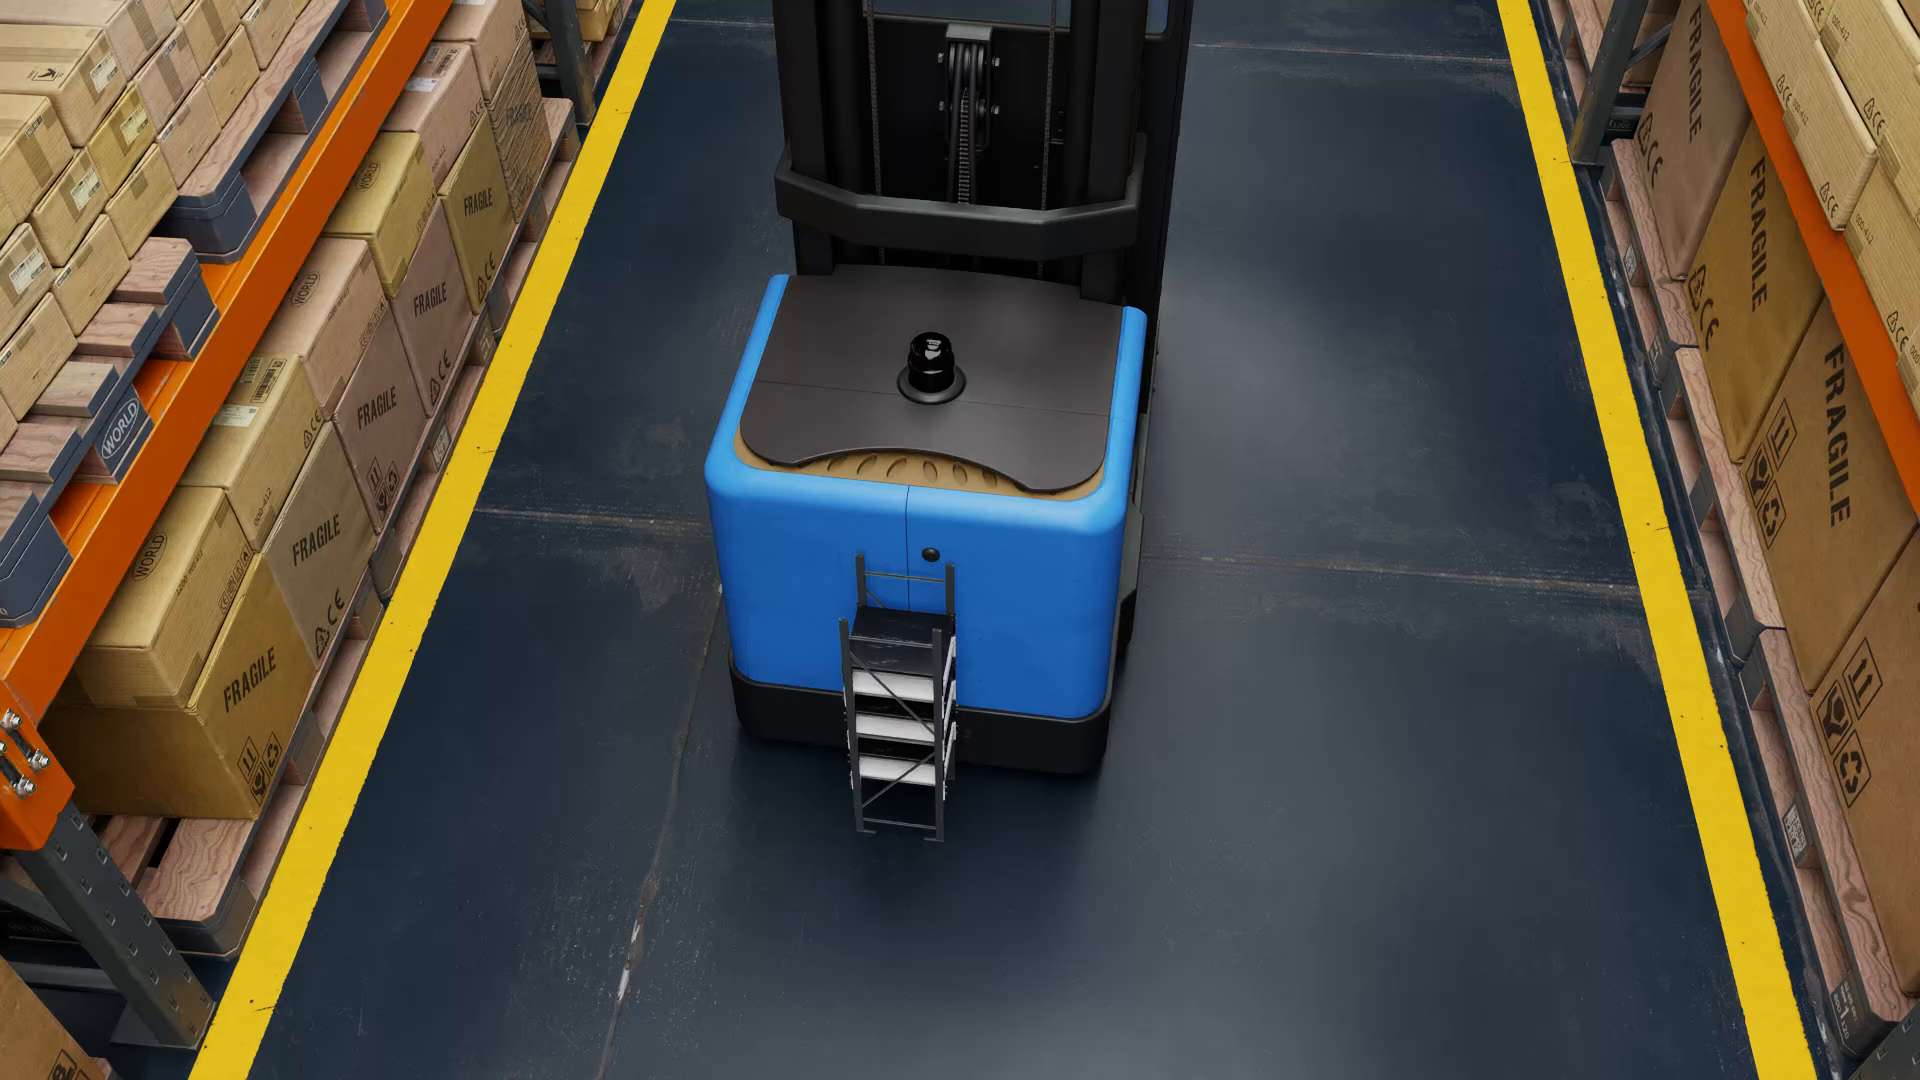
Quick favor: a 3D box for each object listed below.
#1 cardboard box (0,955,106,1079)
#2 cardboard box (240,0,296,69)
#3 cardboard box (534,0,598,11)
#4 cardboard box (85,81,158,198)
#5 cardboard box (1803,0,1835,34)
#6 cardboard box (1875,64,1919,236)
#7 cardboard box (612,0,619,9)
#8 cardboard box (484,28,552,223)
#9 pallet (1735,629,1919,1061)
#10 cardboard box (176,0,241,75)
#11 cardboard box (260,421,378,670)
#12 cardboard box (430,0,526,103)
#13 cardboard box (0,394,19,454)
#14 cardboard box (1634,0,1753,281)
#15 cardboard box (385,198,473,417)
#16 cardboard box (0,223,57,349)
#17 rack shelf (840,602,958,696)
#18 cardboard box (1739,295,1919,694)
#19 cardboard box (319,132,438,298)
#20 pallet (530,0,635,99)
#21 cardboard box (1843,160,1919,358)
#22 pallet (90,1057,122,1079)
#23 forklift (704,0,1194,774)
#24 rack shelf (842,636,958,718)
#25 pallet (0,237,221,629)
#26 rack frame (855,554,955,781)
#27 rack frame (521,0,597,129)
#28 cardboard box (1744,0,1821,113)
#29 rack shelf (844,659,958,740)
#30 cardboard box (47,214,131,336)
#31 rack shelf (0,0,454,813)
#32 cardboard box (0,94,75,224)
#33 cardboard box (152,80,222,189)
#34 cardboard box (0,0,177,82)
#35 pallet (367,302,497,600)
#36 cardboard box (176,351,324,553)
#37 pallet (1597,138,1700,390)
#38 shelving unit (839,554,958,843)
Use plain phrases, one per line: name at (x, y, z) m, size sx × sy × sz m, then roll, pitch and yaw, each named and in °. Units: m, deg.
cardboard box at (-2.514, 1.228, 3.334) m, size 1.050 × 0.750 × 0.750 m, roll 3°, pitch 48°, yaw 3°
cardboard box at (-1.983, -1.369, 4.355) m, size 0.380 × 0.149 × 0.250 m, roll 2°, pitch 48°, yaw 2°
cardboard box at (-1.653, -2.295, 6.762) m, size 0.380 × 0.149 × 0.250 m, roll 6°, pitch 48°, yaw 5°
cardboard box at (-2.059, -0.911, 3.735) m, size 0.380 × 0.149 × 0.250 m, roll 4°, pitch 48°, yaw 4°
cardboard box at (2.521, -1.571, 4.417) m, size 0.500 × 0.250 × 0.500 m, roll 4°, pitch 48°, yaw 4°
cardboard box at (2.430, -0.818, 3.728) m, size 0.500 × 0.250 × 0.500 m, roll 3°, pitch 48°, yaw 3°
cardboard box at (-1.627, -2.391, 7.052) m, size 0.380 × 0.149 × 0.250 m, roll 5°, pitch 48°, yaw 5°
cardboard box at (-1.821, -1.507, 6.005) m, size 0.500 × 0.500 × 0.500 m, roll 3°, pitch 48°, yaw 3°
pallet at (2.716, 0.795, 4.380) m, size 1.003 × 0.211 × 1.213 m, roll 4°, pitch 48°, yaw 4°
cardboard box at (-2.009, -1.276, 4.069) m, size 0.380 × 0.149 × 0.250 m, roll 3°, pitch 48°, yaw 3°
cardboard box at (-2.008, -0.001, 4.628) m, size 0.500 × 0.500 × 0.500 m, roll 4°, pitch 48°, yaw 4°
cardboard box at (-1.821, -1.757, 5.725) m, size 0.500 × 0.250 × 0.500 m, roll 3°, pitch 48°, yaw 2°
cardboard box at (-2.127, -0.203, 3.289) m, size 0.380 × 0.149 × 0.250 m, roll 3°, pitch 48°, yaw 3°
cardboard box at (2.957, -1.475, 5.722) m, size 0.875 × 0.875 × 0.875 m, roll 5°, pitch 48°, yaw 5°
cardboard box at (-1.919, -0.754, 5.316) m, size 0.500 × 0.500 × 0.500 m, roll 3°, pitch 48°, yaw 3°
cardboard box at (-2.102, -0.529, 3.385) m, size 0.380 × 0.149 × 0.250 m, roll 6°, pitch 48°, yaw 5°
rack shelf at (-0.148, 0.266, 4.076) m, size 0.258 × 0.077 × 0.200 m, roll 6°, pitch 48°, yaw 6°
cardboard box at (2.801, -0.154, 4.513) m, size 0.875 × 0.875 × 0.875 m, roll 4°, pitch 48°, yaw 4°
cardboard box at (-1.915, -0.991, 5.025) m, size 0.500 × 0.250 × 0.500 m, roll 2°, pitch 48°, yaw 2°
pallet at (-1.979, -2.325, 7.233) m, size 1.003 × 0.211 × 1.213 m, roll 4°, pitch 48°, yaw 4°
cardboard box at (2.450, -0.656, 3.919) m, size 0.500 × 0.250 × 0.500 m, roll 3°, pitch 48°, yaw 3°
pallet at (-2.516, 1.685, 3.566) m, size 1.003 × 0.211 × 1.213 m, roll 4°, pitch 48°, yaw 4°
forklift at (0.092, -1.449, 4.589) m, size 1.130 × 2.935 × 3.031 m, roll 6°, pitch 48°, yaw 6°
rack shelf at (-0.148, 0.327, 4.142) m, size 0.258 × 0.077 × 0.200 m, roll 6°, pitch 48°, yaw 6°
pallet at (-2.410, -0.297, 3.619) m, size 1.213 × 0.211 × 1.003 m, roll 4°, pitch 48°, yaw 4°
rack frame at (-0.133, 0.352, 4.318) m, size 0.240 × 0.900 × 0.006 m, roll 6°, pitch 48°, yaw 6°
rack frame at (-2.005, -2.770, 5.751) m, size 1.000 × 3.000 × 0.127 m, roll 4°, pitch 48°, yaw 4°
cardboard box at (2.523, -1.399, 4.599) m, size 0.500 × 0.250 × 0.500 m, roll 4°, pitch 48°, yaw 3°
rack shelf at (-0.148, 0.388, 4.209) m, size 0.258 × 0.077 × 0.200 m, roll 6°, pitch 48°, yaw 6°
cardboard box at (-2.079, -0.598, 3.650) m, size 0.380 × 0.149 × 0.250 m, roll 6°, pitch 48°, yaw 5°
rack shelf at (-2.187, -1.058, 4.672) m, size 1.077 × 0.370 × 4.000 m, roll 4°, pitch 48°, yaw 4°
cardboard box at (-2.085, -0.793, 3.425) m, size 0.380 × 0.149 × 0.250 m, roll 4°, pitch 48°, yaw 3°
cardboard box at (-2.034, -0.993, 4.011) m, size 0.380 × 0.149 × 0.250 m, roll 5°, pitch 48°, yaw 5°
cardboard box at (-2.038, -1.186, 3.785) m, size 0.380 × 0.149 × 0.250 m, roll 6°, pitch 48°, yaw 5°
pallet at (-2.183, -0.358, 5.434) m, size 1.003 × 0.211 × 1.213 m, roll 4°, pitch 48°, yaw 4°
cardboard box at (-2.019, -0.245, 4.343) m, size 0.500 × 0.250 × 0.500 m, roll 3°, pitch 48°, yaw 3°
pallet at (2.939, -0.998, 6.020) m, size 1.003 × 0.211 × 1.213 m, roll 4°, pitch 48°, yaw 4°
shelving unit at (-0.148, 0.426, 4.250) m, size 0.258 × 0.900 × 0.210 m, roll 6°, pitch 48°, yaw 6°
